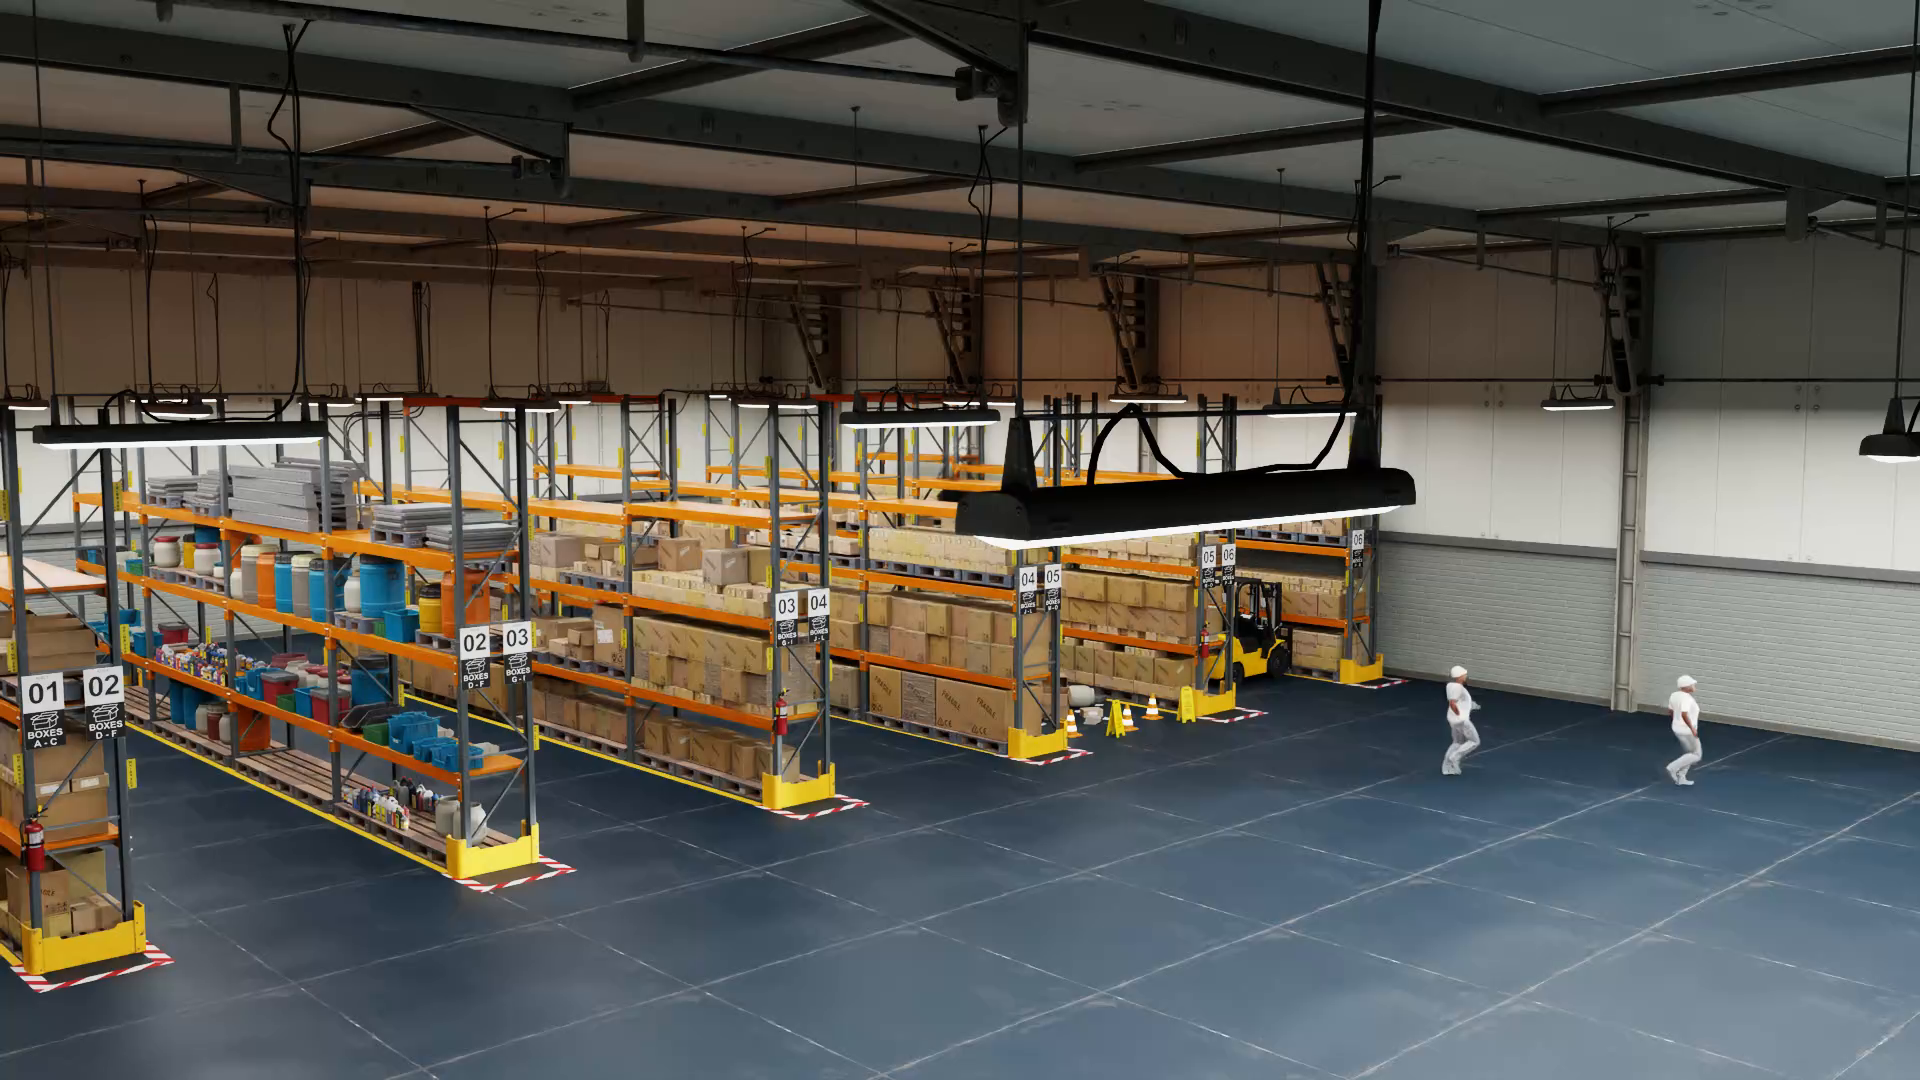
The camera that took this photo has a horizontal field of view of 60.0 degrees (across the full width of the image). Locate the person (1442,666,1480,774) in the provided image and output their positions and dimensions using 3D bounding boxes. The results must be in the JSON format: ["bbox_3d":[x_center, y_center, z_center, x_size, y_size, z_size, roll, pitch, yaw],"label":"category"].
[{"bbox_3d":[8.031,2.881,26.581,0.624,1.737,0.670,0,6,-3],"label":"person"}]

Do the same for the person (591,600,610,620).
[{"bbox_3d":[-7.487,2.092,35.111,0.871,1.747,0.661,5,8,44],"label":"person"}]

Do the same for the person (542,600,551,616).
[{"bbox_3d":[-10.213,1.513,41.031,0.754,1.751,0.703,0,6,-3],"label":"person"}]

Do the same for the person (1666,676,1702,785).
[{"bbox_3d":[11.272,2.970,25.912,0.546,1.726,0.693,0,6,2],"label":"person"}]
